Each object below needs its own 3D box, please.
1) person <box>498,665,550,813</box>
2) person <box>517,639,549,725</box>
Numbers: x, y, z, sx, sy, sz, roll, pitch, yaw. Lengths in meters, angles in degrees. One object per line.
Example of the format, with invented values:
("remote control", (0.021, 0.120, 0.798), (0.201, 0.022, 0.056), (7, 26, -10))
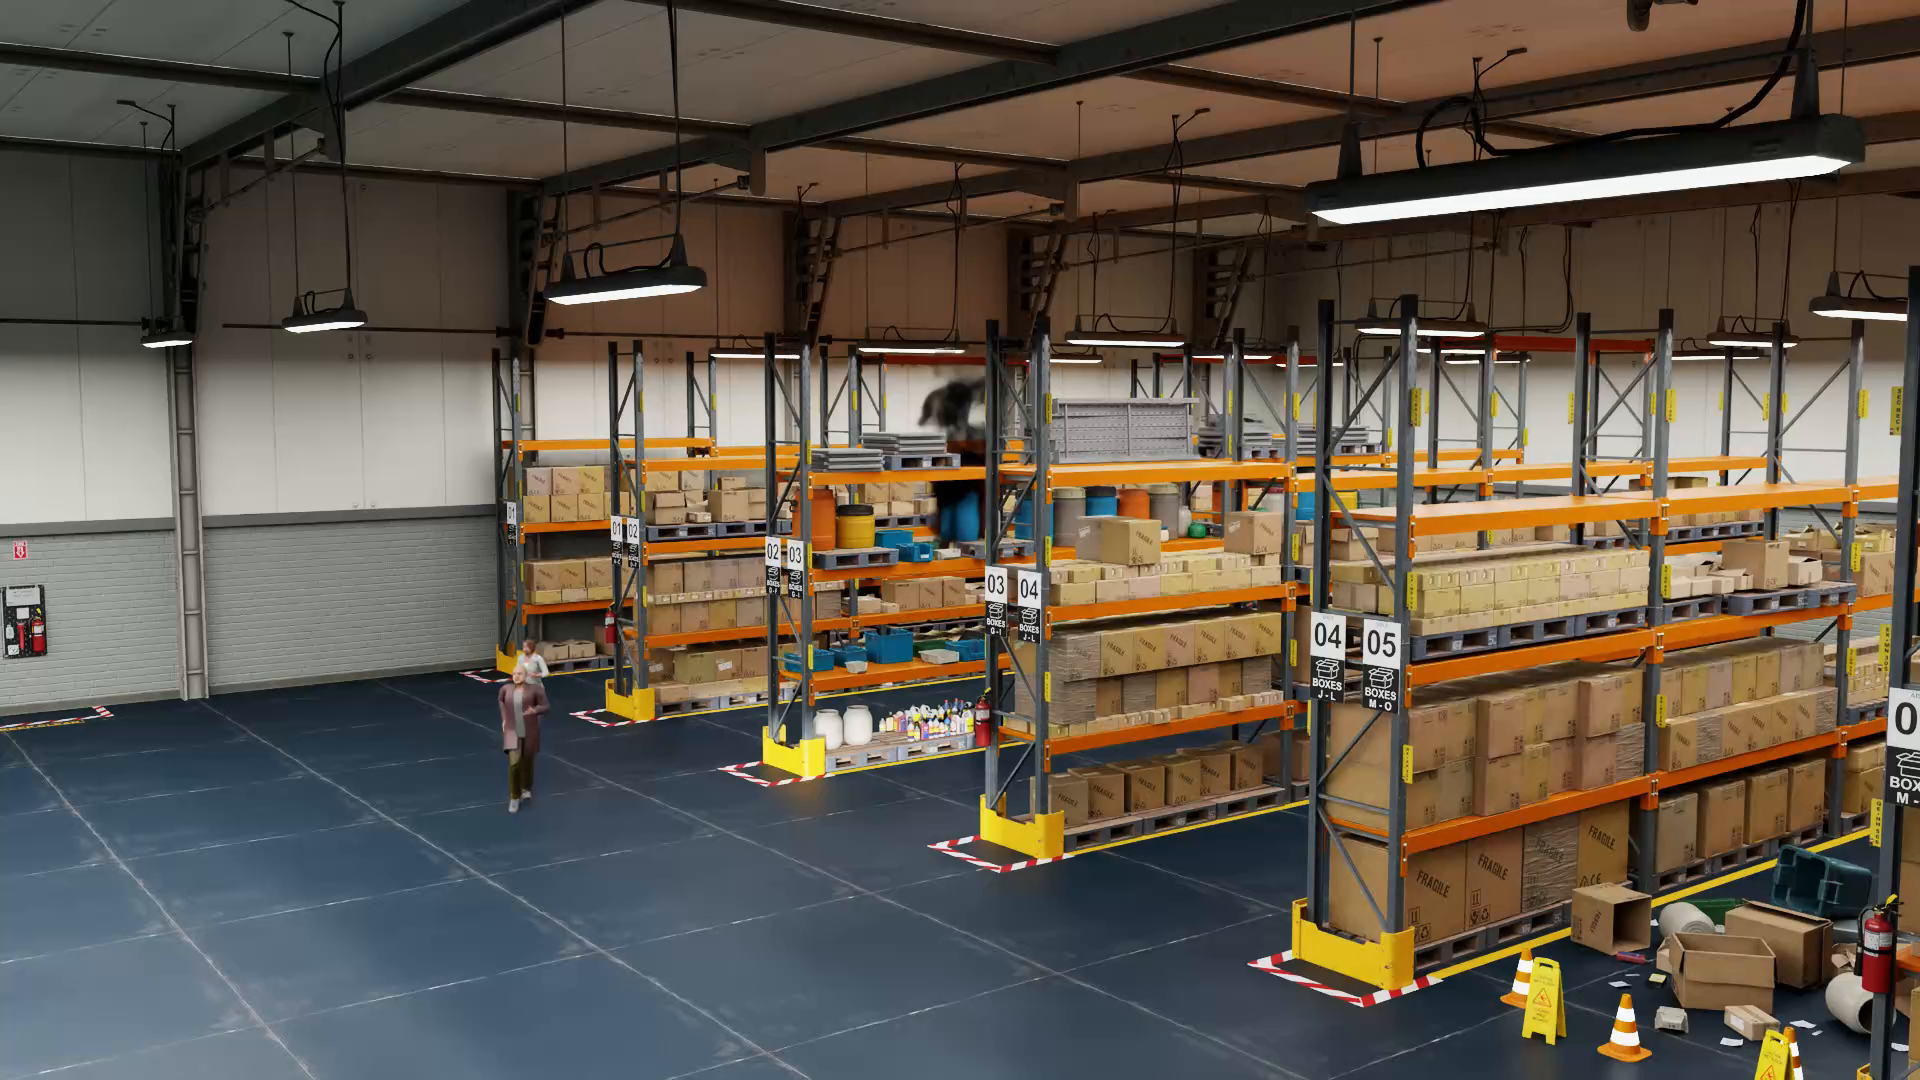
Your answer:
("person", (-5.453, 2.572, 20.807), (0.665, 1.656, 0.847), (-1, 5, -9))
("person", (-6.234, 2.242, 24.237), (0.516, 1.637, 0.765), (0, 5, -4))
